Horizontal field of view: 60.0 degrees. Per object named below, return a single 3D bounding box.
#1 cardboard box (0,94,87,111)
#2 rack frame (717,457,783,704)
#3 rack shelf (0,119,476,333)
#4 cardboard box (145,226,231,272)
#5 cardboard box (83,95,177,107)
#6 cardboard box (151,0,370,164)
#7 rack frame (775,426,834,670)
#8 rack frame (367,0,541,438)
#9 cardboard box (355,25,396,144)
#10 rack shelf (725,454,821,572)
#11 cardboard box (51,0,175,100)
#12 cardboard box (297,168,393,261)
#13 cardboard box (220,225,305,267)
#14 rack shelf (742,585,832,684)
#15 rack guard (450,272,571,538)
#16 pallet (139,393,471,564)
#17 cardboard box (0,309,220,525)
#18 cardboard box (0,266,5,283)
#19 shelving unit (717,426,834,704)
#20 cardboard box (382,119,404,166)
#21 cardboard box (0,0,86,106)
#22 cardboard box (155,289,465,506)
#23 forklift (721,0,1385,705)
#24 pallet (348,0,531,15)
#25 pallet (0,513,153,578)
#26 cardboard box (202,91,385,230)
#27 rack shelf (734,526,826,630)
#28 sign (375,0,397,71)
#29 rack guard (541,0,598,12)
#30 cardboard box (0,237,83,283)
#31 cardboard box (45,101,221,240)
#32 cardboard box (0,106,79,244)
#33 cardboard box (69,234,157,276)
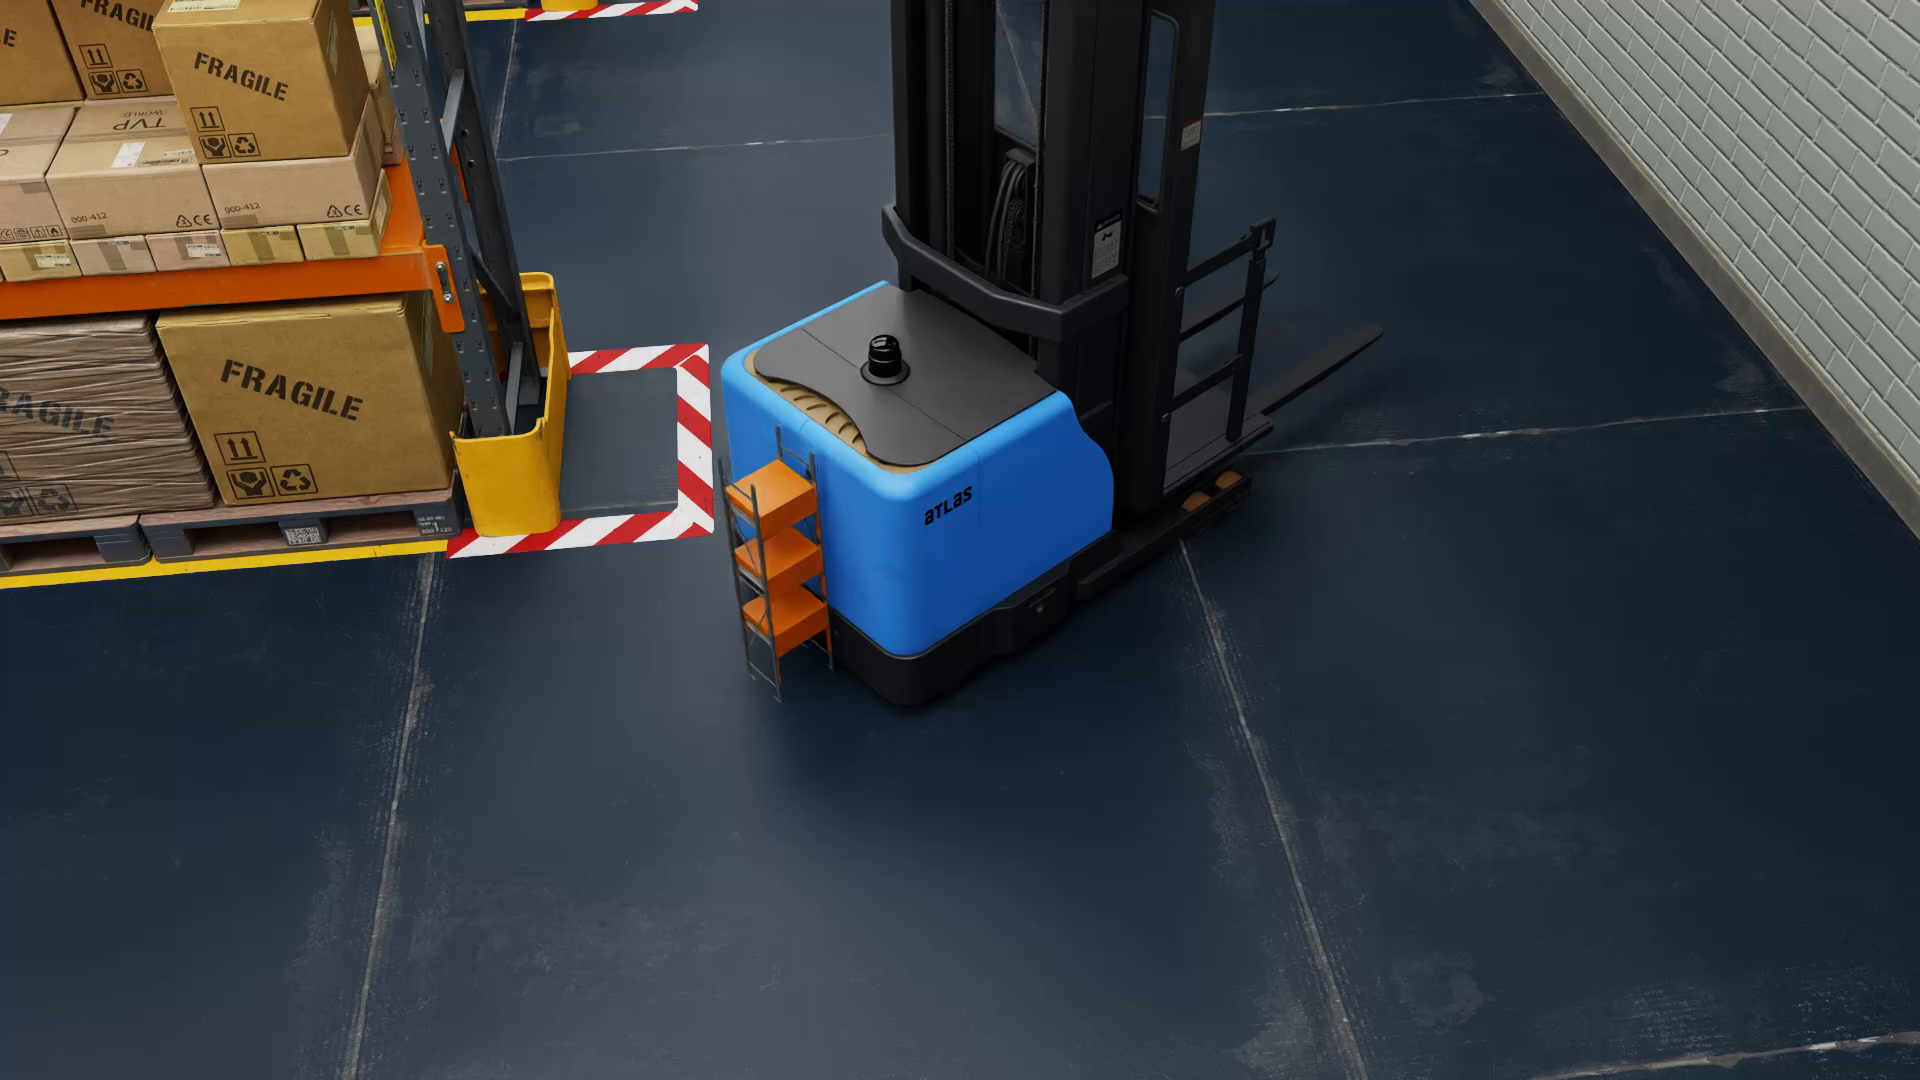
[{"bbox_3d":[-3.429,-1.621,6.198,0.500,0.250,0.500,-6,42,-7],"label":"cardboard box"},{"bbox_3d":[-0.726,0.164,5.784,0.008,1.050,0.200,-32,51,-29],"label":"rack frame"},{"bbox_3d":[-3.888,-1.079,6.244,4.000,0.370,1.077,-5,42,-6],"label":"rack shelf"},{"bbox_3d":[-2.723,-1.132,5.953,0.250,0.149,0.380,-5,42,-5],"label":"cardboard box"},{"bbox_3d":[-2.930,-1.663,6.244,0.500,0.250,0.500,-5,42,-6],"label":"cardboard box"},{"bbox_3d":[-2.354,-1.636,5.654,0.500,0.500,0.500,-5,42,-5],"label":"cardboard box"},{"bbox_3d":[-0.546,0.050,5.904,0.008,1.050,0.200,-32,51,-29],"label":"rack frame"},{"bbox_3d":[-1.905,-1.520,6.195,0.127,3.000,1.000,-5,42,-6],"label":"rack frame"},{"bbox_3d":[-2.416,-1.712,6.299,0.500,0.250,0.500,-6,42,-7],"label":"cardboard box"},{"bbox_3d":[-0.640,-0.094,5.659,0.240,0.259,0.215,-32,51,-29],"label":"rack shelf"},{"bbox_3d":[-2.912,-1.947,5.999,0.500,0.500,0.500,-6,42,-7],"label":"cardboard box"},{"bbox_3d":[-2.215,-1.177,6.003,0.250,0.149,0.380,-4,42,-5],"label":"cardboard box"},{"bbox_3d":[-2.473,-1.153,5.977,0.250,0.149,0.380,-5,42,-5],"label":"cardboard box"},{"bbox_3d":[-0.632,0.319,6.040,0.240,0.259,0.215,-32,51,-29],"label":"rack shelf"},{"bbox_3d":[-1.881,-0.594,7.035,0.348,0.500,1.175,-5,42,-6],"label":"rack guard"},{"bbox_3d":[-2.688,-0.363,6.995,1.213,0.211,1.003,-5,42,-6],"label":"pallet"},{"bbox_3d":[-3.431,-0.699,6.558,0.875,0.875,0.875,-5,42,-6],"label":"cardboard box"},{"bbox_3d":[-3.485,-1.064,5.878,0.250,0.149,0.380,-5,42,-5],"label":"cardboard box"},{"bbox_3d":[-0.636,0.107,5.844,0.252,1.050,0.215,-32,51,-29],"label":"shelving unit"},{"bbox_3d":[-2.300,-1.615,6.488,0.250,0.149,0.380,-5,42,-5],"label":"cardboard box"},{"bbox_3d":[-3.425,-1.898,5.945,0.500,0.500,0.500,-6,42,-7],"label":"cardboard box"},{"bbox_3d":[-2.529,-0.778,6.646,0.875,0.875,0.875,-5,42,-6],"label":"cardboard box"},{"bbox_3d":[0.566,-1.353,6.062,3.031,2.935,1.130,-31,51,-30],"label":"forklift"},{"bbox_3d":[-3.370,-3.728,10.725,1.213,0.211,1.003,-5,42,-6],"label":"pallet"},{"bbox_3d":[-3.895,-0.259,6.880,1.213,0.211,1.003,-5,42,-6],"label":"pallet"},{"bbox_3d":[-2.351,-1.356,5.904,0.500,0.250,0.500,-6,42,-6],"label":"cardboard box"},{"bbox_3d":[-0.636,0.115,5.851,0.240,0.259,0.215,-32,51,-29],"label":"rack shelf"},{"bbox_3d":[-1.848,-1.676,5.327,0.005,0.325,0.100,-5,42,-6],"label":"sign"},{"bbox_3d":[-2.525,-3.892,10.691,0.348,0.500,1.175,-5,42,-6],"label":"rack guard"},{"bbox_3d":[-3.228,-1.087,5.903,0.250,0.149,0.380,-6,42,-6],"label":"cardboard box"},{"bbox_3d":[-2.854,-1.313,5.856,0.500,0.250,0.500,-6,42,-6],"label":"cardboard box"},{"bbox_3d":[-3.359,-1.268,5.806,0.500,0.250,0.500,-6,42,-7],"label":"cardboard box"},{"bbox_3d":[-2.971,-1.111,5.930,0.250,0.149,0.380,-4,42,-5],"label":"cardboard box"}]
